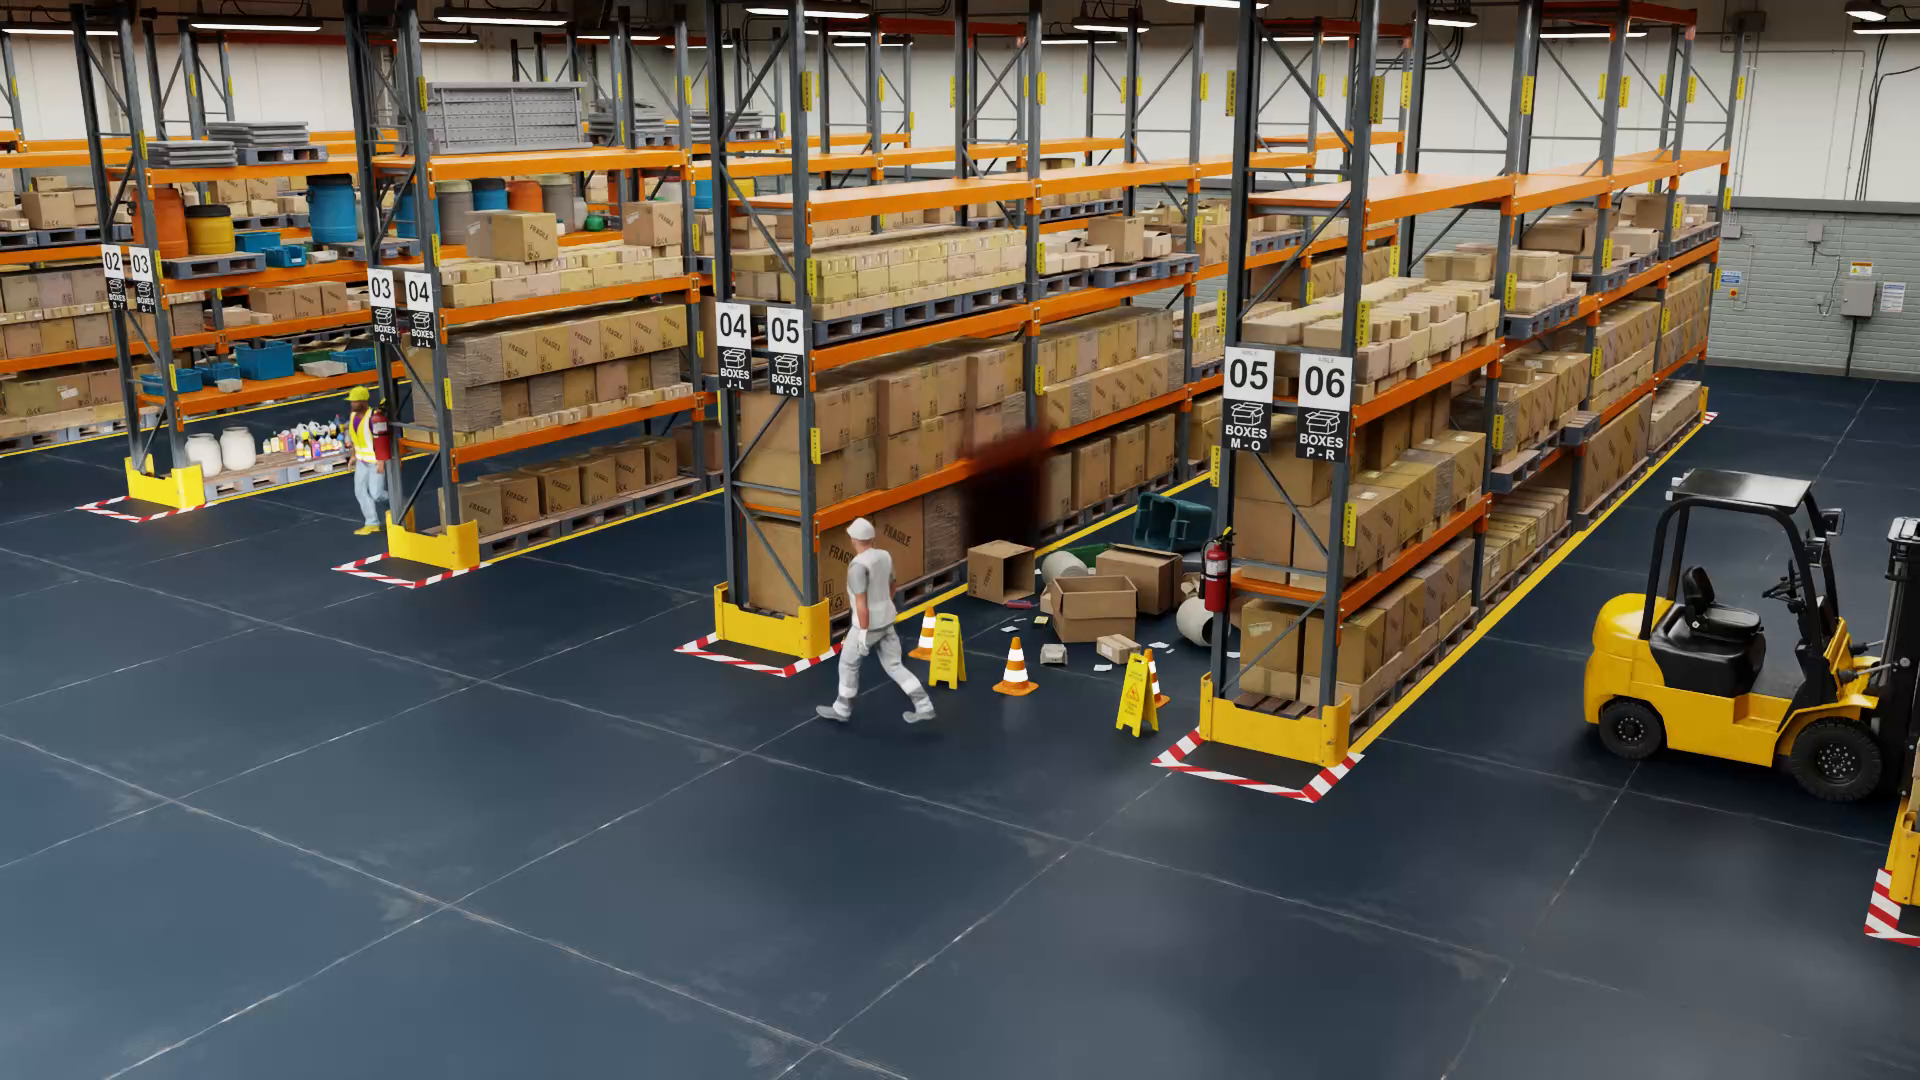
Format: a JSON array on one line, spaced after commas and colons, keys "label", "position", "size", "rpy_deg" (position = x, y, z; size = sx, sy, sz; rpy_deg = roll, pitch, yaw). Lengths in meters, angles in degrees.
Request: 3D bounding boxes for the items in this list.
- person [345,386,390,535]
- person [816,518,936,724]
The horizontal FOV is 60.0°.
[{"label": "person", "position": [-6.830, -0.947, 19.406], "size": [0.660, 1.746, 0.619], "rpy_deg": [9, 18, 30]}, {"label": "person", "position": [-0.691, 0.689, 13.494], "size": [1.057, 1.743, 0.617], "rpy_deg": [8, 17, 26]}]
